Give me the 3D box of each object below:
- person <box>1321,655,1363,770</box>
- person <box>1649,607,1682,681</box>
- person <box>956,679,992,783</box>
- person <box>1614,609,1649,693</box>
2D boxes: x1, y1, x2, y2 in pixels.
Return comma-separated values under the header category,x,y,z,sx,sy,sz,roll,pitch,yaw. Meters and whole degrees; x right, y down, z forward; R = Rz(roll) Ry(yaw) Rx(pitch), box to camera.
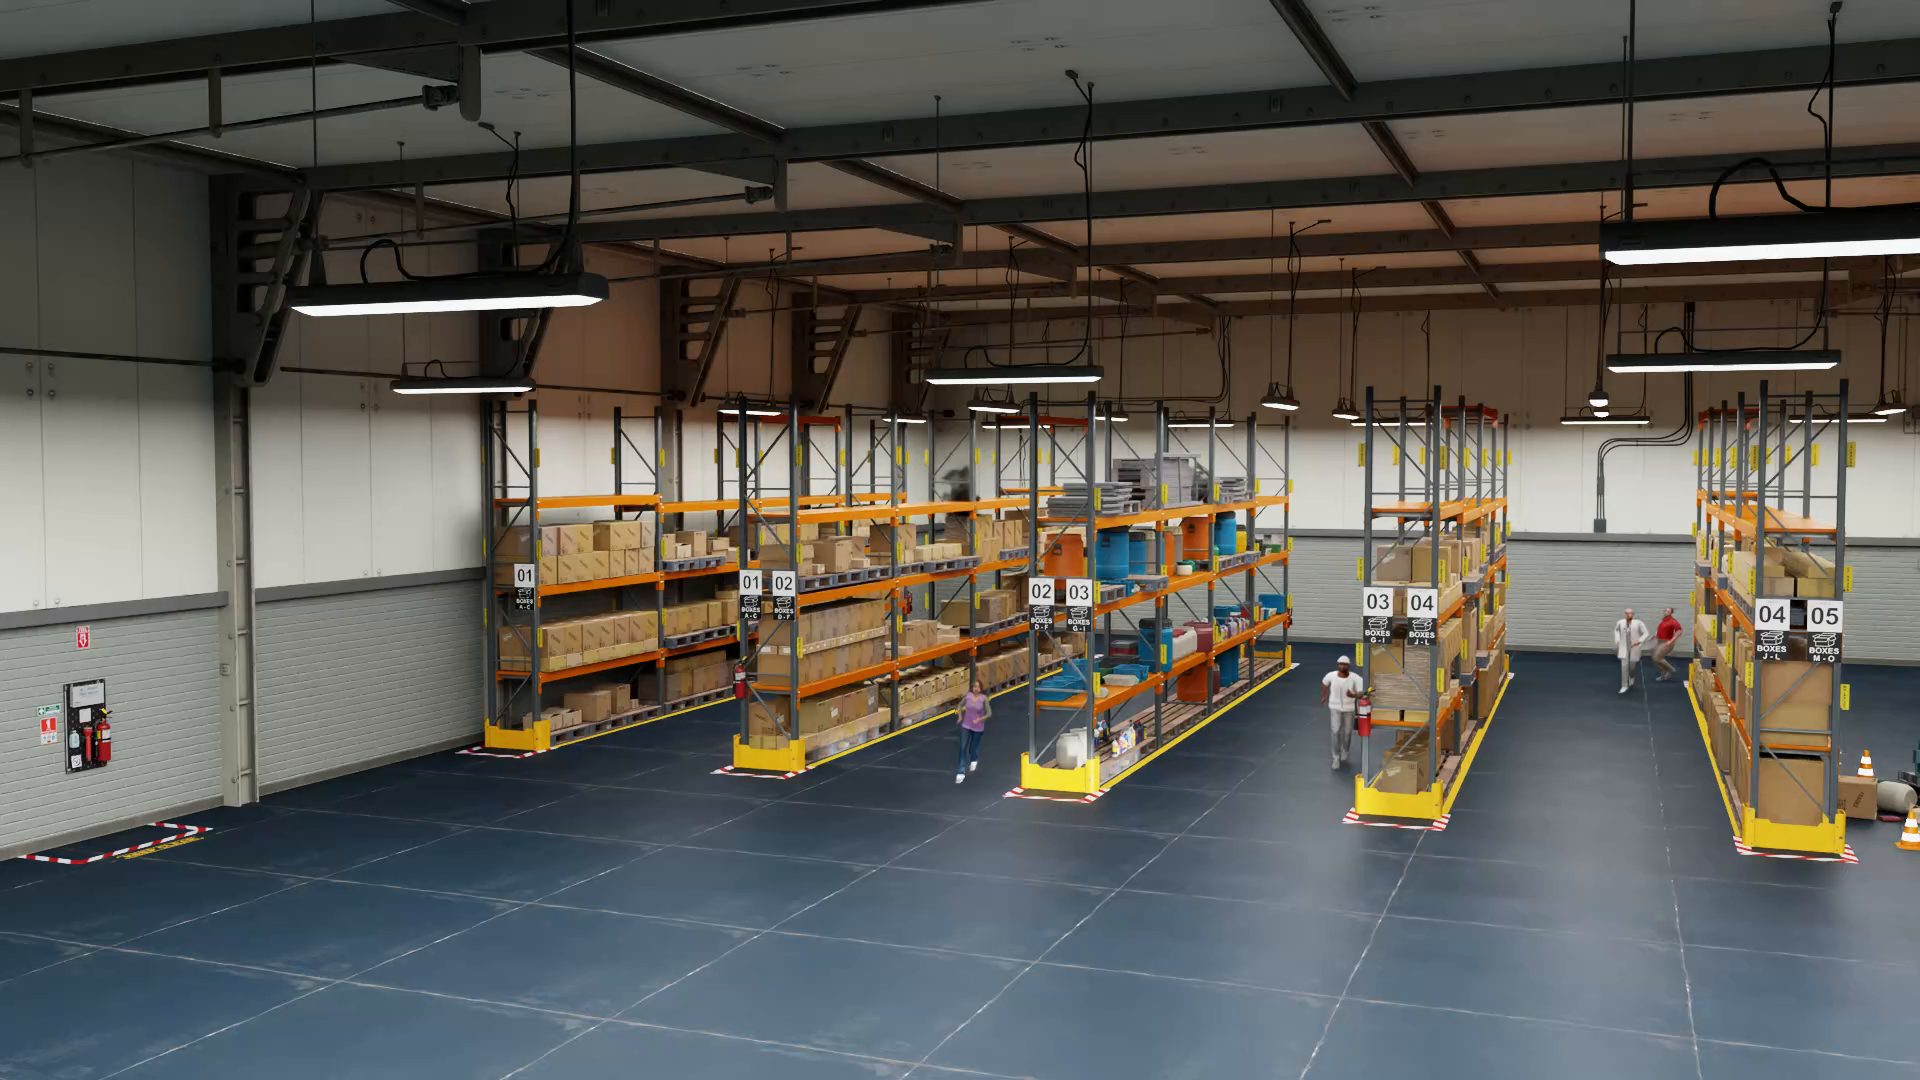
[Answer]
category,x,y,z,sx,sy,sz,roll,pitch,yaw
person,6.208,2.770,26.964,0.692,1.807,0.805,1,3,13
person,15.768,2.334,37.230,0.497,1.680,0.735,0,3,-6
person,0.221,2.957,25.900,0.579,1.569,0.791,1,3,14
person,14.398,2.411,35.705,0.721,1.715,0.819,2,3,31
